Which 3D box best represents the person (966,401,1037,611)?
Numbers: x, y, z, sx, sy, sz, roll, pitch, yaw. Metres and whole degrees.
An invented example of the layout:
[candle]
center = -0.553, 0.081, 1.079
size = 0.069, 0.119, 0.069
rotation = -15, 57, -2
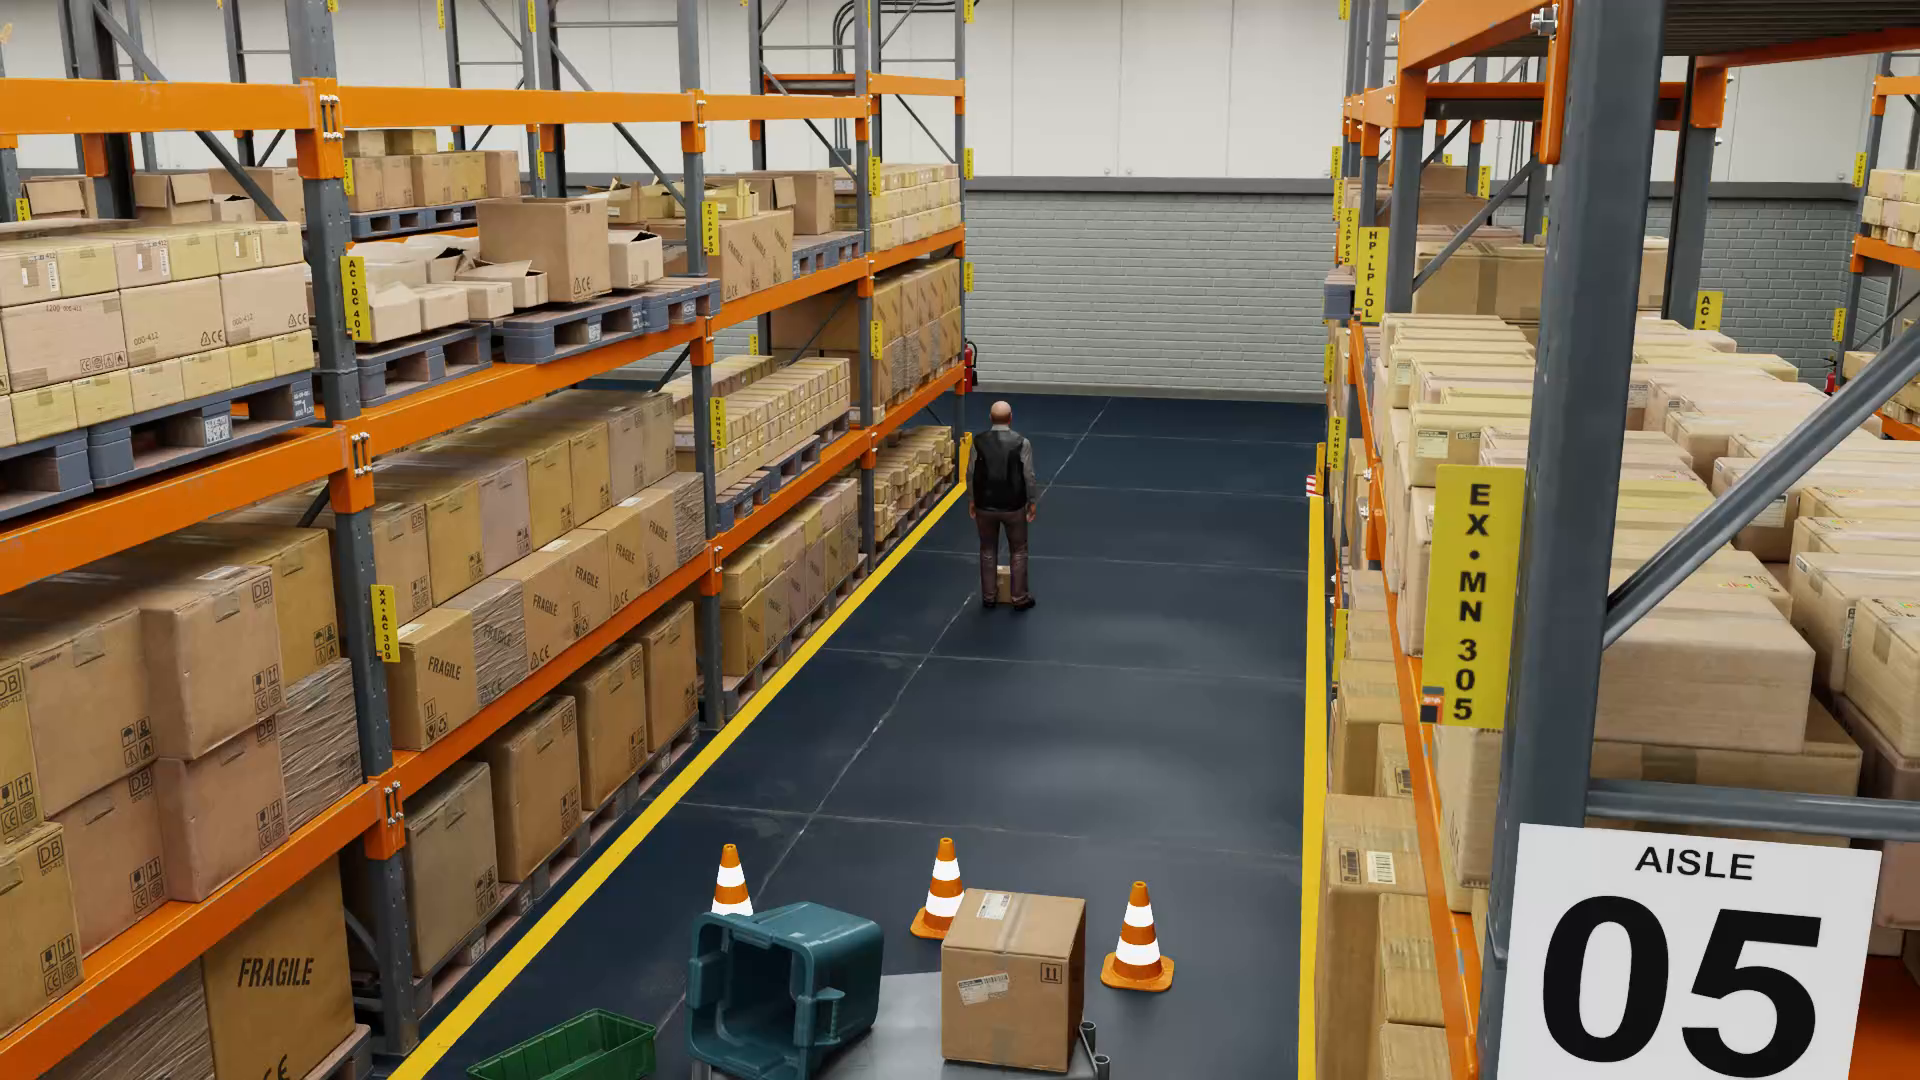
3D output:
[person]
center = 0.345, -0.276, 13.622
size = 0.570, 1.721, 0.464
rotation = 3, 15, 11
